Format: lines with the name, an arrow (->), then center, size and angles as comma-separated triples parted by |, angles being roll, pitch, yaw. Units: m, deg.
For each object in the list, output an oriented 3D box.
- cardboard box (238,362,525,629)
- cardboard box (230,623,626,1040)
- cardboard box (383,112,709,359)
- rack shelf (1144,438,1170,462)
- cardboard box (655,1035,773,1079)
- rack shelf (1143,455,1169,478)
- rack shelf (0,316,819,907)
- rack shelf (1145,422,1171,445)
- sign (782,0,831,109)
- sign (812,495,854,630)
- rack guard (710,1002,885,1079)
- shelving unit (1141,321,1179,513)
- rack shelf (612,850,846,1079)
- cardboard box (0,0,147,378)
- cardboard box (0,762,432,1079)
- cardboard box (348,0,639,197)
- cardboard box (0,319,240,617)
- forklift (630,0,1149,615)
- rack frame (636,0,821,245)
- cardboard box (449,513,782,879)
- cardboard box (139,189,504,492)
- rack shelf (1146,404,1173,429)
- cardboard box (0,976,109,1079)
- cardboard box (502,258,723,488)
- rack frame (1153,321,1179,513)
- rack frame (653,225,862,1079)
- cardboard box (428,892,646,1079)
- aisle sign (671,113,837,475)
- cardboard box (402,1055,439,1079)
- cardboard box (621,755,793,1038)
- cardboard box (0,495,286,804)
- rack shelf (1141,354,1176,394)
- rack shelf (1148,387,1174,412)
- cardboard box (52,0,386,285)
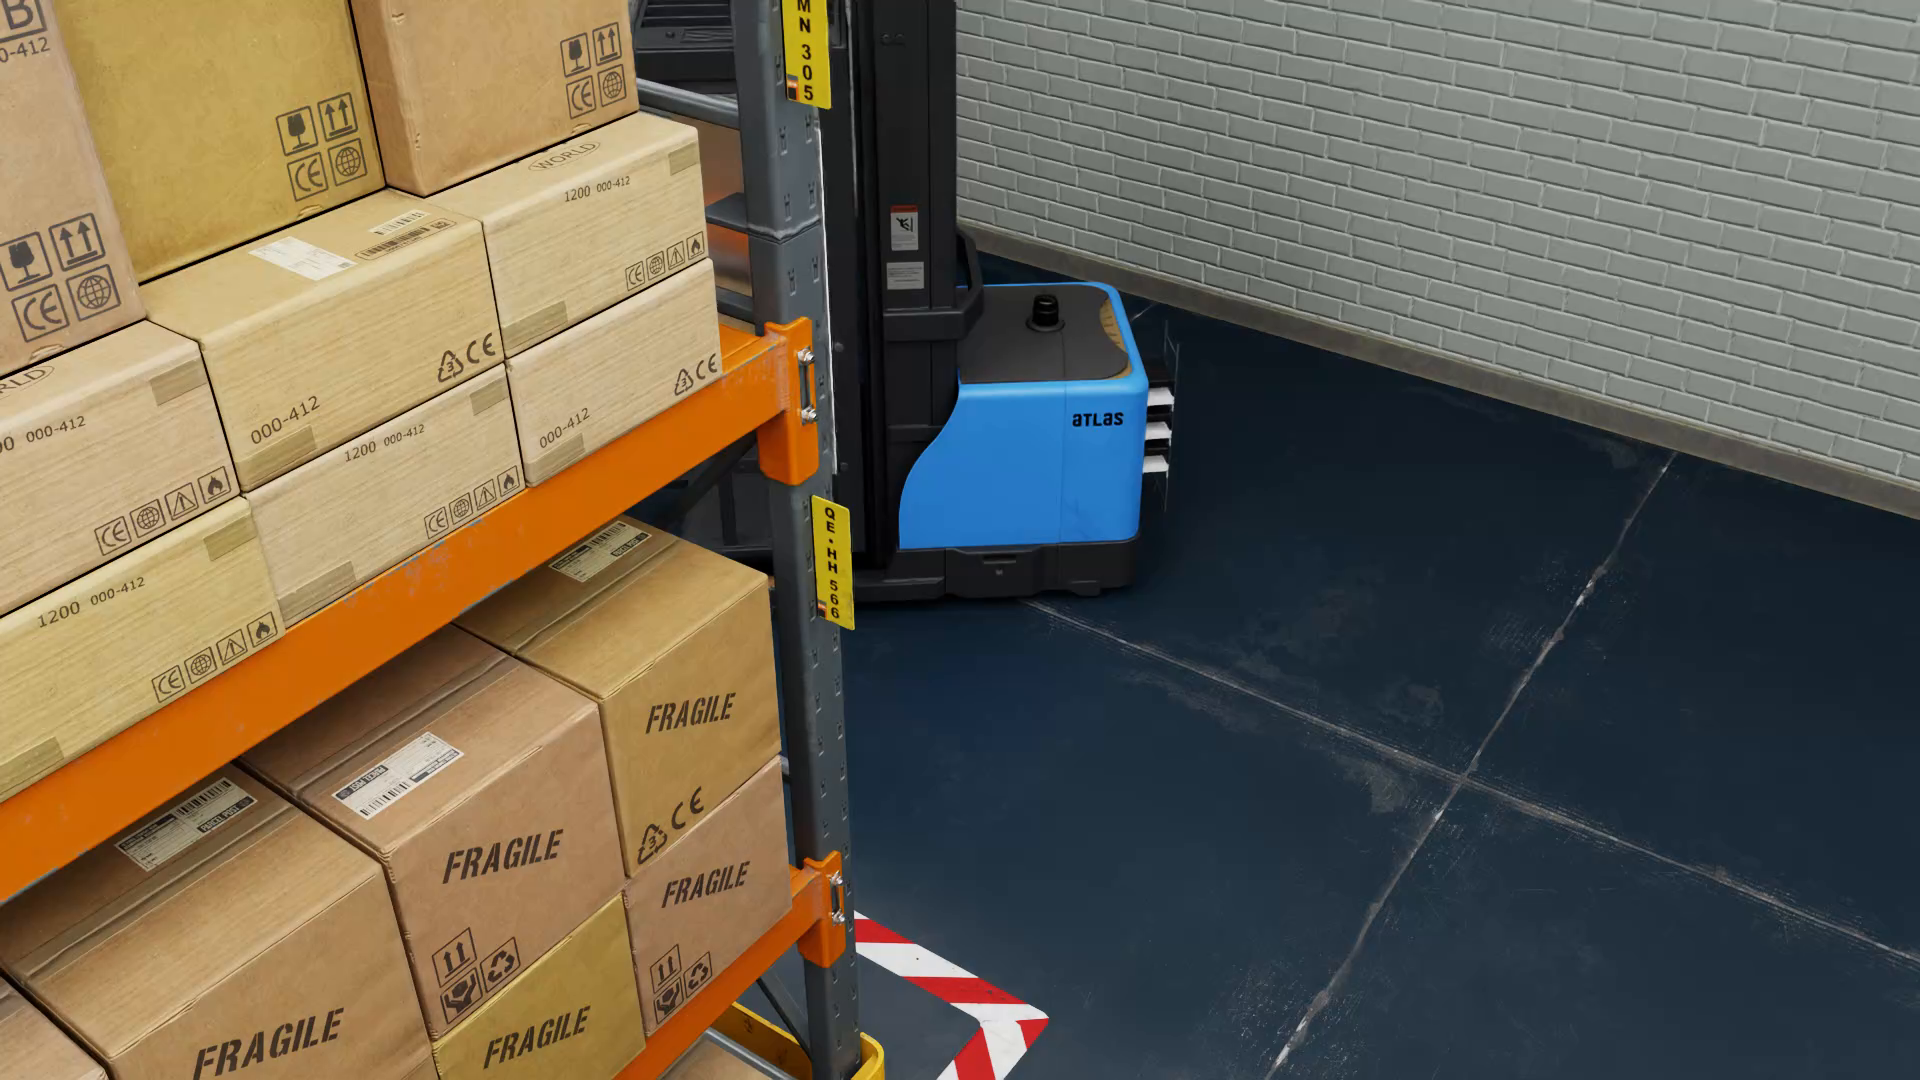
cardboard box -> -1.095, -0.156, 2.759 | 0.500, 0.250, 0.500 | 21, 39, 28
cardboard box -> -1.040, 0.547, 3.281 | 0.500, 0.500, 0.500 | 22, 40, 29
cardboard box -> -0.808, -0.592, 2.958 | 0.500, 0.250, 0.500 | 21, 39, 28
rack shelf -> 0.862, -0.458, 7.844 | 0.200, 0.077, 0.258 | -4, 34, -6
cardboard box -> -0.832, 1.659, 4.457 | 0.500, 0.500, 0.500 | 21, 39, 28
rack shelf -> 0.862, -0.383, 7.894 | 0.200, 0.077, 0.258 | -4, 34, -6
rack shelf -> -1.865, 0.453, 2.367 | 1.077, 0.370, 4.000 | 21, 39, 28
rack shelf -> 0.862, -0.532, 7.793 | 0.200, 0.077, 0.258 | -4, 34, -6
sign -> -0.280, -0.946, 3.002 | 0.100, 0.325, 0.005 | 21, 39, 28
sign -> -0.280, 0.053, 3.678 | 0.100, 0.325, 0.005 | 21, 39, 28
rack guard -> -0.768, 1.548, 5.015 | 1.175, 0.500, 0.348 | 21, 39, 28
shelving unit -> 0.862, -0.560, 7.775 | 0.210, 0.900, 0.258 | -4, 34, -6
rack shelf -> -1.865, 1.696, 3.207 | 1.077, 0.370, 4.000 | 21, 39, 28
cardboard box -> -1.556, -0.512, 2.170 | 0.700, 0.500, 0.500 | 21, 39, 28
cardboard box -> -1.332, 0.787, 2.926 | 0.500, 0.500, 0.500 | 22, 40, 29
cardboard box -> -1.004, -0.979, 2.861 | 0.700, 0.500, 0.500 | 21, 39, 28
cardboard box -> -1.381, -0.133, 2.279 | 0.500, 0.250, 0.500 | 21, 39, 28
forklift -> -0.746, -1.186, 6.887 | 3.031, 2.935, 1.130 | -2, 34, -3
rack frame -> -0.725, -2.008, 2.686 | 1.000, 3.000, 0.127 | 21, 39, 28
cardboard box -> -0.752, 0.314, 3.626 | 0.500, 0.500, 0.500 | 21, 39, 28
cardboard box -> -1.093, -0.362, 2.618 | 0.500, 0.250, 0.500 | 21, 39, 28
rack shelf -> 0.862, -0.607, 7.743 | 0.200, 0.077, 0.258 | -4, 34, -6
cardboard box -> -1.624, 1.024, 2.577 | 0.500, 0.500, 0.500 | 23, 40, 30
cardboard box -> -0.801, -0.382, 3.094 | 0.500, 0.250, 0.500 | 21, 39, 28
rack frame -> 0.963, -0.567, 7.786 | 0.006, 0.900, 0.240 | -4, 34, -6
rack frame -> -0.725, 0.477, 4.367 | 1.000, 3.000, 0.127 | 21, 39, 28
cardboard box -> -1.049, 0.969, 3.550 | 0.500, 0.500, 0.500 | 22, 40, 29
aisle sign -> -0.434, -0.533, 3.540 | 0.394, 0.787, 0.004 | 21, 39, 28
cardboard box -> -1.338, 1.197, 3.214 | 0.500, 0.500, 0.500 | 22, 40, 29
cardboard box -> -0.756, 0.729, 3.905 | 0.500, 0.500, 0.500 | 23, 40, 30
cardboard box -> -1.369, 0.078, 2.413 | 0.500, 0.250, 0.500 | 21, 39, 28
rack shelf -> 0.862, -0.756, 7.642 | 0.200, 0.077, 0.258 | -4, 34, -6
rack shelf -> 0.862, -0.681, 7.692 | 0.200, 0.077, 0.258 | -4, 34, -6
cardboard box -> -1.359, -0.776, 2.561 | 0.700, 0.500, 0.500 | 21, 39, 28
